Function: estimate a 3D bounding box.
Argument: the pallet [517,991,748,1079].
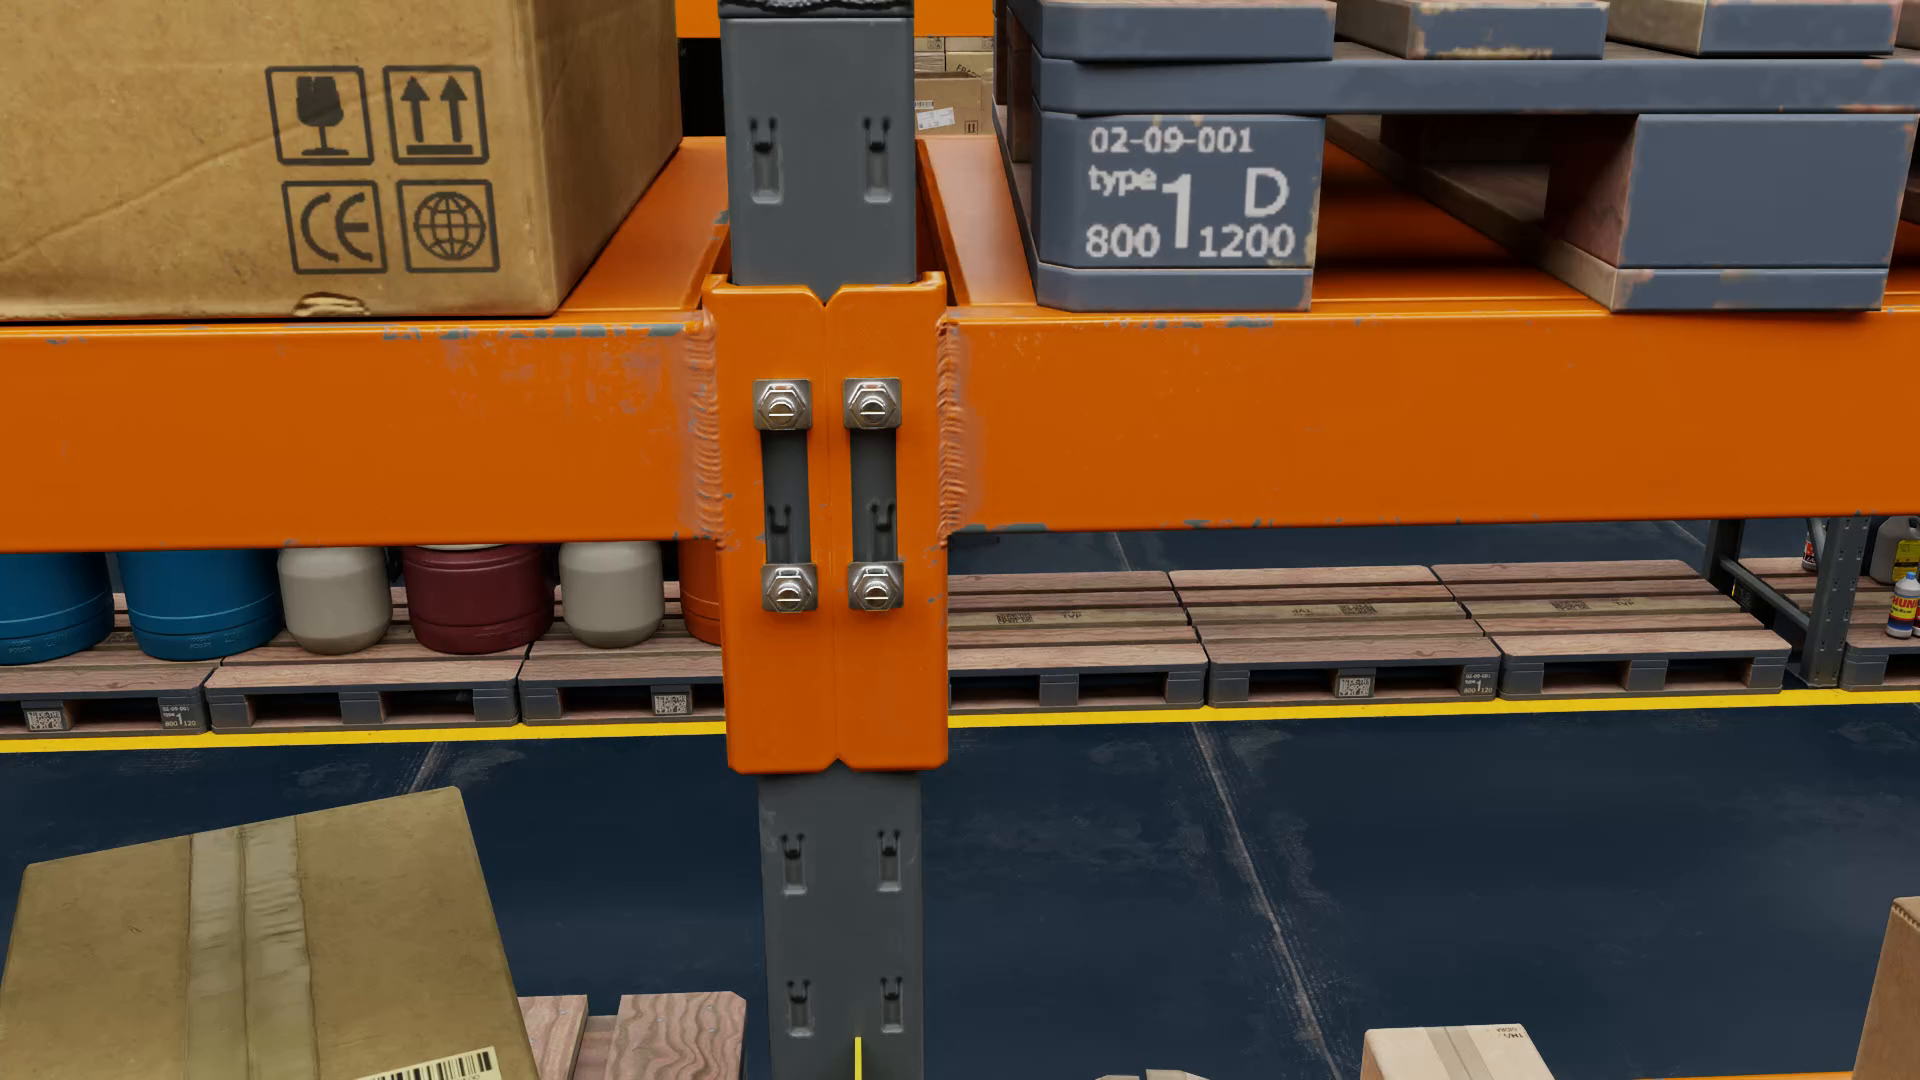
[{"bbox_3d":[-0.794,1.015,2.010,1.003,0.211,1.213,-1,21,-3],"label":"pallet"}]

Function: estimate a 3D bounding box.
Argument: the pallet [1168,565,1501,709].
[{"bbox_3d":[1.590,0.404,7.263,1.213,0.211,1.003,-1,21,-3],"label":"pallet"}]

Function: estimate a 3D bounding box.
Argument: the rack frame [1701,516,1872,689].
[{"bbox_3d":[3.593,-0.955,6.913,0.127,3.000,1.000,-1,21,-3],"label":"rack frame"}]

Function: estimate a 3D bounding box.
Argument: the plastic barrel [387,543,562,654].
[{"bbox_3d":[-2.015,0.096,6.952,0.708,0.588,0.600,-1,21,-3],"label":"plastic barrel"}]

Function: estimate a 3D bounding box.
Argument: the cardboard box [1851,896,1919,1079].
[{"bbox_3d":[1.553,0.800,2.165,0.500,0.500,0.500,-2,21,-6],"label":"cardboard box"}]

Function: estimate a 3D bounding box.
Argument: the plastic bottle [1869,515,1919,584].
[{"bbox_3d":[4.228,0.013,7.475,0.185,0.351,0.144,-1,21,-3],"label":"plastic bottle"}]

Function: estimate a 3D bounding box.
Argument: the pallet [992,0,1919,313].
[{"bbox_3d":[0.551,-0.473,1.697,1.003,0.211,1.213,0,21,-1],"label":"pallet"}]

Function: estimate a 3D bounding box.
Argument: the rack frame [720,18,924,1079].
[{"bbox_3d":[-0.121,0.886,2.078,0.127,3.000,1.000,-1,21,-3],"label":"rack frame"}]

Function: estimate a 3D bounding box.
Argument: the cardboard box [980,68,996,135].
[{"bbox_3d":[0.405,-2.948,11.417,0.500,0.500,0.700,2,21,5],"label":"cardboard box"}]

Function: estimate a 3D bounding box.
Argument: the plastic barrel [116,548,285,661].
[{"bbox_3d":[-3.143,-0.027,6.836,0.708,0.901,0.600,-1,21,-3],"label":"plastic barrel"}]

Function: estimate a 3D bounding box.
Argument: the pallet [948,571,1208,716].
[{"bbox_3d":[0.375,0.428,7.201,1.213,0.211,1.003,-1,21,-3],"label":"pallet"}]

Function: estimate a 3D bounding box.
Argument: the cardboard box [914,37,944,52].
[{"bbox_3d":[-0.417,-4.916,15.773,0.500,0.500,0.700,-1,21,-3],"label":"cardboard box"}]

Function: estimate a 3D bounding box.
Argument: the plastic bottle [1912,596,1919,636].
[{"bbox_3d":[4.038,0.295,6.946,0.097,0.201,0.097,0,21,0],"label":"plastic bottle"}]

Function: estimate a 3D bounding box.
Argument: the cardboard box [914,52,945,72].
[{"bbox_3d":[-0.402,-4.357,15.708,0.500,0.500,0.500,-1,21,-2],"label":"cardboard box"}]

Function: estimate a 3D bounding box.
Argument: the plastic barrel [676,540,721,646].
[{"bbox_3d":[-0.888,-0.039,6.969,0.708,0.830,0.600,-1,21,-3],"label":"plastic barrel"}]

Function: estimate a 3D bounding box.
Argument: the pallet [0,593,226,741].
[{"bbox_3d":[-3.621,0.510,6.984,1.213,0.211,1.003,-1,21,-3],"label":"pallet"}]

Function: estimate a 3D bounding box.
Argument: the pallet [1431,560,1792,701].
[{"bbox_3d":[2.811,0.378,7.331,1.213,0.211,1.003,-1,21,-3],"label":"pallet"}]

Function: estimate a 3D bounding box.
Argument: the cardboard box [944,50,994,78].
[{"bbox_3d":[0.106,-4.368,15.738,0.500,0.500,0.500,-1,21,-4],"label":"cardboard box"}]

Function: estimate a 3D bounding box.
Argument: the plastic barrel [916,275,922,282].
[{"bbox_3d":[0.046,-1.054,6.983,0.708,0.536,0.600,-1,21,-3],"label":"plastic barrel"}]

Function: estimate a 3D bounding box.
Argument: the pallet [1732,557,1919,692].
[{"bbox_3d":[4.266,0.350,7.406,1.213,0.211,1.003,-1,21,-3],"label":"pallet"}]

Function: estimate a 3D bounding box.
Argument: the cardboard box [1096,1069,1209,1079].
[{"bbox_3d":[0.244,0.936,2.072,0.500,0.311,0.500,0,21,0],"label":"cardboard box"}]

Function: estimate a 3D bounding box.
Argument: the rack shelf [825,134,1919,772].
[{"bbox_3d":[1.875,-0.220,1.779,4.000,0.370,1.077,-1,21,-3],"label":"rack shelf"}]

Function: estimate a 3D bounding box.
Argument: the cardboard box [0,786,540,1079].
[{"bbox_3d":[-0.744,0.696,1.846,0.500,0.500,0.700,-8,22,-21],"label":"cardboard box"}]

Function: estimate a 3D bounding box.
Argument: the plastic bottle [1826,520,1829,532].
[{"bbox_3d":[4.054,-0.018,7.651,0.133,0.283,0.061,0,21,0],"label":"plastic bottle"}]

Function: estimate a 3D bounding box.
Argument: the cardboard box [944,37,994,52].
[{"bbox_3d":[0.088,-4.927,15.801,0.500,0.500,0.700,-1,21,-4],"label":"cardboard box"}]

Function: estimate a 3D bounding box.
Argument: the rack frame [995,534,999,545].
[{"bbox_3d":[0.190,-0.498,8.454,0.008,1.050,0.200,-2,21,-5],"label":"rack frame"}]

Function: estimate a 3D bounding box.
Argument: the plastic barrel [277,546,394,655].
[{"bbox_3d":[-2.574,0.175,6.852,0.421,0.512,0.421,0,21,0],"label":"plastic barrel"}]

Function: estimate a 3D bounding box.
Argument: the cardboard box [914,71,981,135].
[{"bbox_3d":[-0.146,-2.901,11.294,0.500,0.500,0.500,-4,21,-10],"label":"cardboard box"}]

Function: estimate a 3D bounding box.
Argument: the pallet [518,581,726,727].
[{"bbox_3d":[-1.185,0.461,7.115,1.213,0.211,1.003,-1,21,-3],"label":"pallet"}]

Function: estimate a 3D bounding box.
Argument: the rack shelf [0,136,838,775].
[{"bbox_3d":[-2.118,-0.139,1.565,4.000,0.370,1.077,-1,21,-3],"label":"rack shelf"}]

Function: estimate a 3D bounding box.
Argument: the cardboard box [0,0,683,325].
[{"bbox_3d":[-0.555,-0.542,1.471,0.500,0.500,0.910,-1,21,-3],"label":"cardboard box"}]

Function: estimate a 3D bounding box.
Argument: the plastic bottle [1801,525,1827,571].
[{"bbox_3d":[3.937,0.029,7.643,0.097,0.201,0.097,0,21,0],"label":"plastic bottle"}]

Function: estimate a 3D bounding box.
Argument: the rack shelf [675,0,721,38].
[{"bbox_3d":[-2.397,-1.898,6.187,4.000,0.370,1.077,-1,21,-3],"label":"rack shelf"}]

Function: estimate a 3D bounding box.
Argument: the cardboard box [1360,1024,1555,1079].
[{"bbox_3d":[0.761,0.887,2.428,0.250,0.149,0.380,-1,21,-3],"label":"cardboard box"}]

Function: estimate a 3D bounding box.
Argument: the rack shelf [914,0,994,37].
[{"bbox_3d":[1.596,-1.980,6.400,4.000,0.370,1.077,-1,21,-3],"label":"rack shelf"}]

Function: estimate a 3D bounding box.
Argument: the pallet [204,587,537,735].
[{"bbox_3d":[-2.400,0.484,7.052,1.213,0.211,1.003,-1,21,-3],"label":"pallet"}]

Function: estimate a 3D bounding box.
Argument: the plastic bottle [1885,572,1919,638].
[{"bbox_3d":[3.936,0.264,6.928,0.097,0.271,0.097,0,21,0],"label":"plastic bottle"}]

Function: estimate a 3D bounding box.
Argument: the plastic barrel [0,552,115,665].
[{"bbox_3d":[-3.850,-0.013,6.798,0.708,0.901,0.600,-1,21,-3],"label":"plastic barrel"}]

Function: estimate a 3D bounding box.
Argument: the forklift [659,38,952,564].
[{"bbox_3d":[-1.588,-1.382,8.133,3.031,2.935,1.130,-2,21,-5],"label":"forklift"}]

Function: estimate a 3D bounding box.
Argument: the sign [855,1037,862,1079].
[{"bbox_3d":[-0.081,0.575,1.380,0.005,0.325,0.100,-1,21,-3],"label":"sign"}]

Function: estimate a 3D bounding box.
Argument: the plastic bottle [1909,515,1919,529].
[{"bbox_3d":[4.411,-0.042,7.619,0.185,0.351,0.144,-2,21,-6],"label":"plastic bottle"}]

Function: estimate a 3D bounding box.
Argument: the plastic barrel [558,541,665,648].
[{"bbox_3d":[-1.447,0.152,6.912,0.421,0.512,0.421,0,21,0],"label":"plastic barrel"}]

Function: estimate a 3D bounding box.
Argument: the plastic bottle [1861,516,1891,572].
[{"bbox_3d":[4.220,-0.038,7.609,0.185,0.351,0.144,-2,21,-4],"label":"plastic bottle"}]

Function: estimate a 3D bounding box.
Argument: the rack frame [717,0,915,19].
[{"bbox_3d":[-0.121,-1.917,1.010,0.127,3.000,1.000,-1,21,-3],"label":"rack frame"}]

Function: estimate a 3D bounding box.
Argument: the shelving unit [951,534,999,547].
[{"bbox_3d":[0.068,-0.495,8.445,0.252,1.050,0.215,-2,21,-5],"label":"shelving unit"}]
